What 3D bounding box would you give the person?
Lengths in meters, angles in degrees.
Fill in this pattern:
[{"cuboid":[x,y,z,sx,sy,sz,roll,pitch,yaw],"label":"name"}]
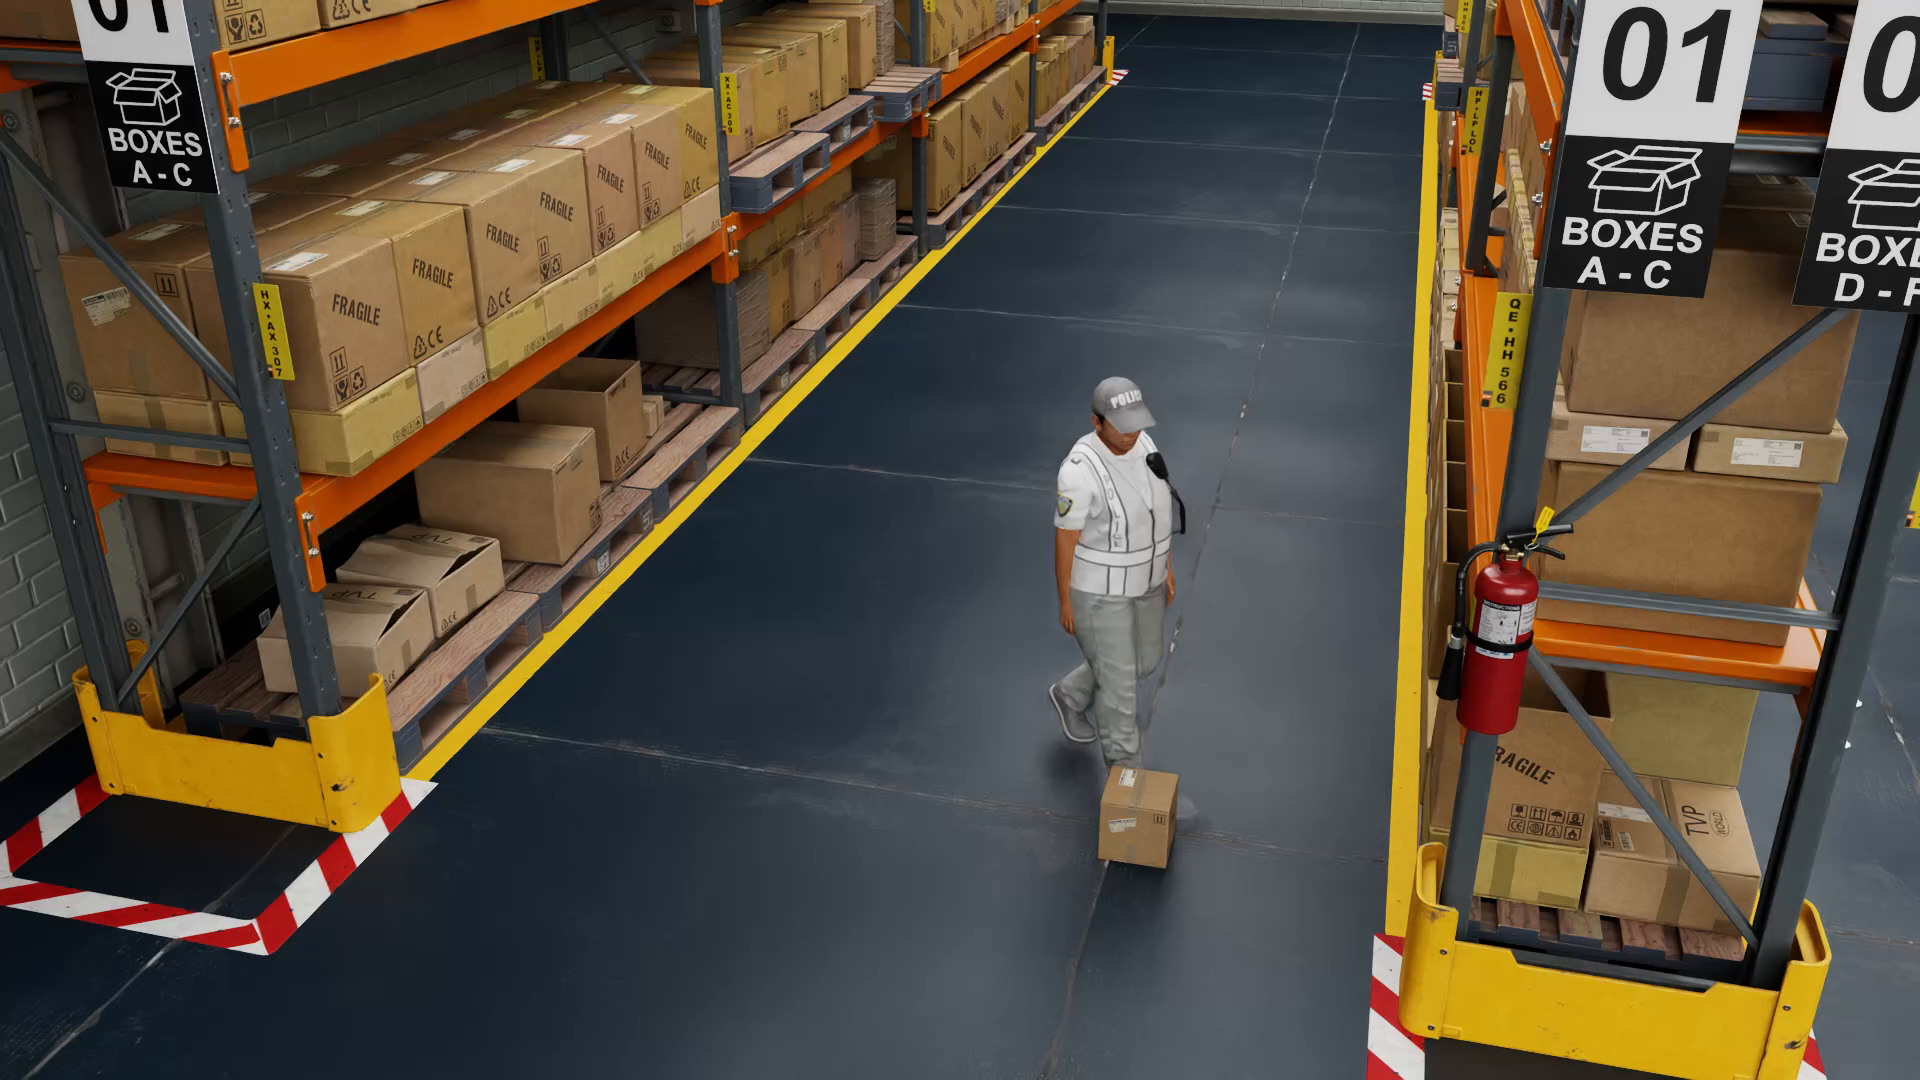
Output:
[{"cuboid":[0.581,0.157,6.272,0.714,1.650,0.493,21,33,37],"label":"person"}]
